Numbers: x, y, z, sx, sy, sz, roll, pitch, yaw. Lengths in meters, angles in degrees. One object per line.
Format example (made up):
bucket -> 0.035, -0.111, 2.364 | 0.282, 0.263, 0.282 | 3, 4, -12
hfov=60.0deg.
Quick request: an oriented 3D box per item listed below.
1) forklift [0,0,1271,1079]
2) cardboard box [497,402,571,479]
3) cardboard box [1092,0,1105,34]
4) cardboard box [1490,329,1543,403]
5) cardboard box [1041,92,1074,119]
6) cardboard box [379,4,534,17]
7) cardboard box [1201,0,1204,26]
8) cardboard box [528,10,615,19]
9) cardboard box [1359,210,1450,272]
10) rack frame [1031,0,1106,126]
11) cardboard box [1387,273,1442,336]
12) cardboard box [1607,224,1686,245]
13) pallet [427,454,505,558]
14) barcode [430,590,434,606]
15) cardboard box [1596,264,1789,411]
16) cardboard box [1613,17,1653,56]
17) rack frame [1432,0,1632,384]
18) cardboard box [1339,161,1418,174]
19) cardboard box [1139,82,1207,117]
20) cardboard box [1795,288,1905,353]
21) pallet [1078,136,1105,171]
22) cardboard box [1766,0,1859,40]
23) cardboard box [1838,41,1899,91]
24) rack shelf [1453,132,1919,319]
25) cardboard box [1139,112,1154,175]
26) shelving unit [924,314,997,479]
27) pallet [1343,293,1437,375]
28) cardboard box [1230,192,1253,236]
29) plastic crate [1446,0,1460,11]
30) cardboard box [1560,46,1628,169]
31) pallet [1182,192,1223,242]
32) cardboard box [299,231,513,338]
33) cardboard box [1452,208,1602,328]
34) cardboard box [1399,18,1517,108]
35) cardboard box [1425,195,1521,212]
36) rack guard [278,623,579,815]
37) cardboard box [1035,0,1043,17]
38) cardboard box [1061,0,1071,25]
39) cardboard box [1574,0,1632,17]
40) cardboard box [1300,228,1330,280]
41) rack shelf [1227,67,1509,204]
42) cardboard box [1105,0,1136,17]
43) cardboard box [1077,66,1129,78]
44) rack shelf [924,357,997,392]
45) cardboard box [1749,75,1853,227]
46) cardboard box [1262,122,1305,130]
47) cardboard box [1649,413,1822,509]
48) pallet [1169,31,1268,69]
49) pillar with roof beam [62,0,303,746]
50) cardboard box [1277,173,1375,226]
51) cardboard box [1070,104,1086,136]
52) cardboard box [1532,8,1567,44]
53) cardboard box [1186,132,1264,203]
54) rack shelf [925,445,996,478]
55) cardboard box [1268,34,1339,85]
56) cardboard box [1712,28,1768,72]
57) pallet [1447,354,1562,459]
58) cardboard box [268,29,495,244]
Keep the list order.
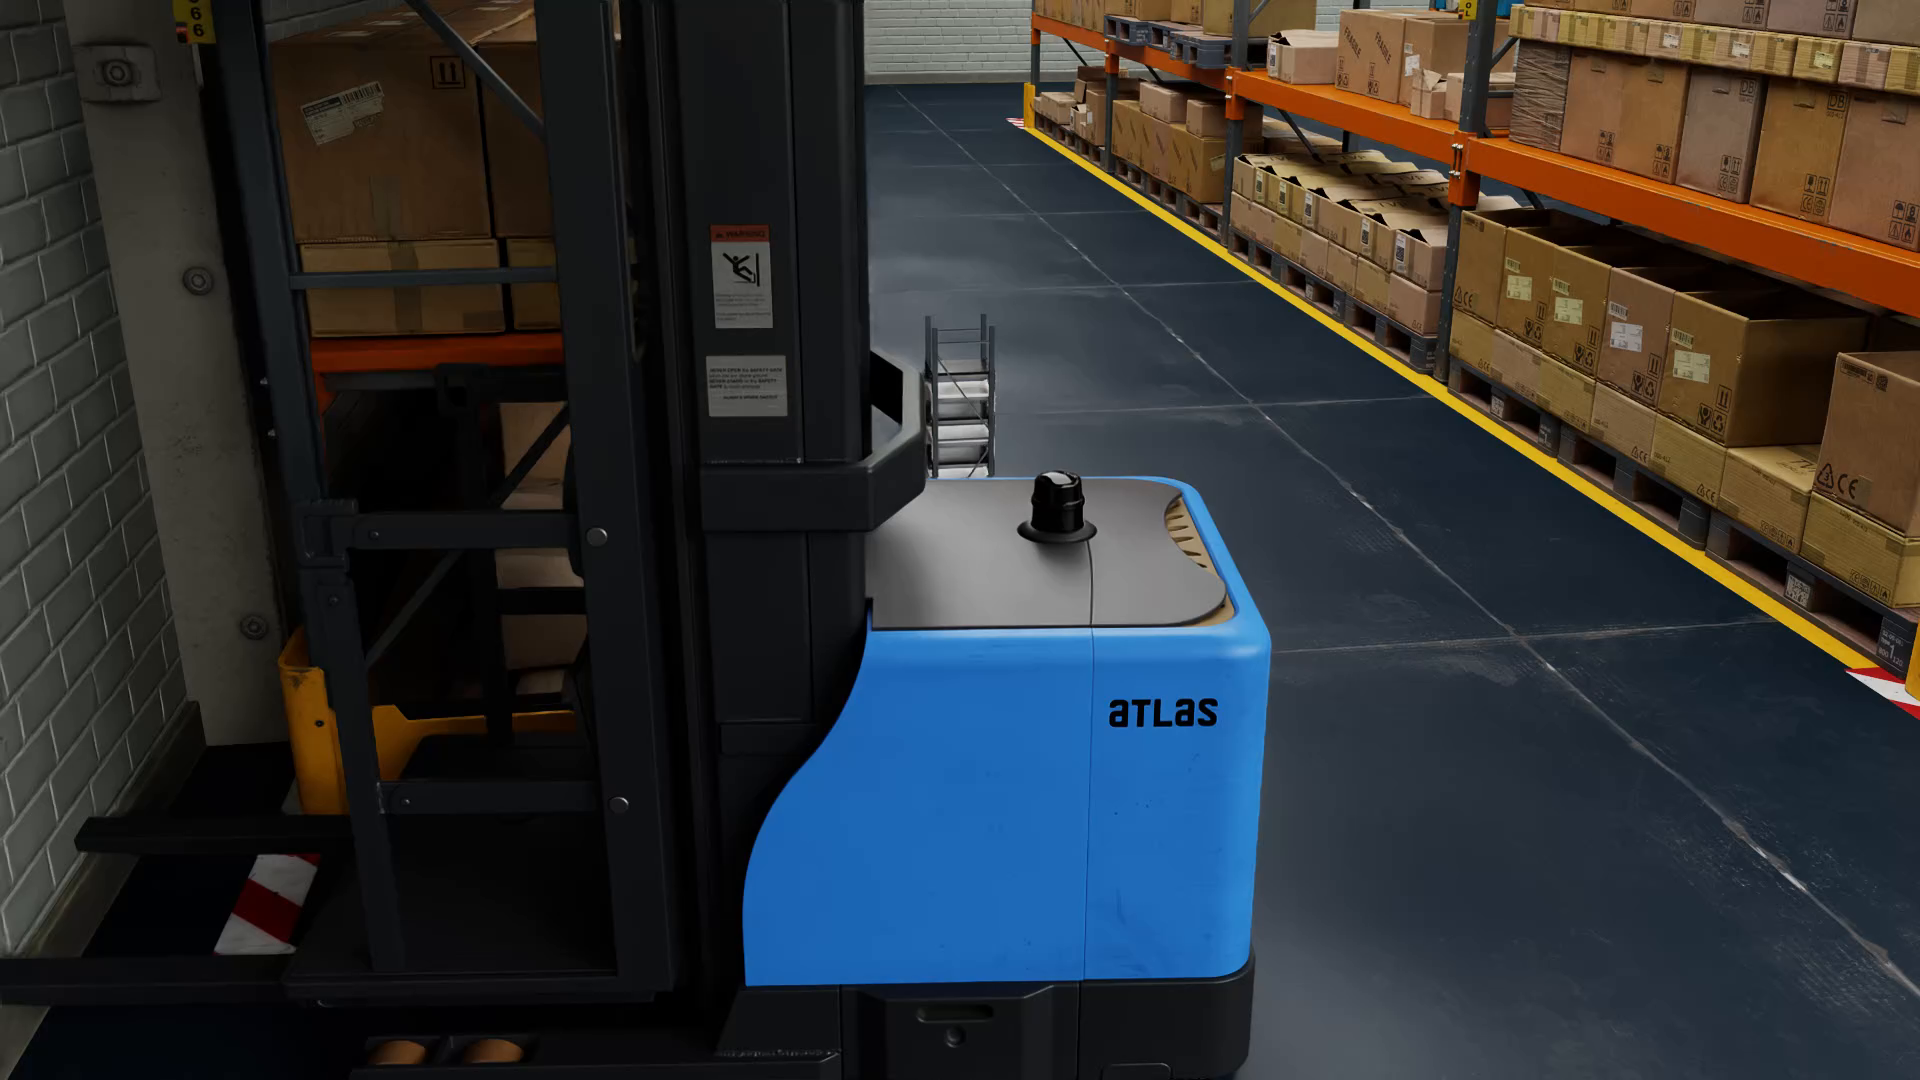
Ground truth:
forklift -> -0.905, -0.346, 3.453 | 3.031, 2.935, 1.130 | -1, 20, -2
cardboard box -> -1.390, -0.389, 6.415 | 0.700, 0.500, 0.500 | -4, 21, -11
cardboard box -> 1.604, -5.269, 16.394 | 0.500, 0.500, 0.500 | -3, 21, -7
cardboard box -> 2.917, -0.852, 8.039 | 0.500, 0.250, 0.500 | -3, 21, -8
cardboard box -> 1.224, -4.989, 19.089 | 0.500, 0.250, 0.500 | -3, 21, -8
cardboard box -> -1.734, -1.627, 5.899 | 0.500, 0.500, 0.500 | -3, 21, -7
cardboard box -> 2.362, -4.459, 13.626 | 0.700, 0.500, 0.500 | 1, 20, 2
cardboard box -> -1.142, -1.478, 5.500 | 0.500, 0.500, 0.500 | -4, 21, -10
cardboard box -> 2.660, -1.769, 9.694 | 0.500, 0.311, 0.500 | -2, 21, -6
rack frame -> 1.354, -6.447, 19.691 | 1.000, 3.000, 0.127 | -3, 21, -8
cardboard box -> 2.737, -1.330, 9.319 | 0.500, 0.250, 0.500 | -3, 21, -8
cardboard box -> 3.427, -1.229, 7.977 | 0.500, 0.500, 0.500 | -3, 21, -8
pallet -> -1.507, -0.081, 6.631 | 1.003, 0.211, 1.213 | -3, 21, -8
barcode -> -1.650, 0.163, 5.194 | 0.001, 0.075, 0.075 | -3, 21, -8
cardboard box -> 3.059, -0.857, 6.981 | 0.500, 0.500, 0.500 | -3, 21, -8
cardboard box -> 3.079, -2.187, 7.213 | 0.380, 0.149, 0.250 | -4, 21, -10
rack frame -> 3.084, -2.292, 8.567 | 1.000, 3.000, 0.127 | -3, 21, -8
cardboard box -> 2.908, -2.500, 11.651 | 0.500, 0.311, 0.500 | -3, 21, -9
cardboard box -> 1.903, -3.923, 14.803 | 0.500, 0.250, 0.500 | -3, 21, -8
cardboard box -> 3.644, -0.710, 6.587 | 0.500, 0.500, 0.500 | -3, 21, -8
pallet -> 1.832, -3.994, 17.107 | 1.003, 0.211, 1.213 | -3, 21, -8
cardboard box -> 3.443, -2.099, 6.052 | 0.700, 0.500, 0.500 | -3, 21, -8
cardboard box -> 3.306, -1.647, 5.769 | 0.380, 0.149, 0.250 | -3, 21, -7
rack shelf -> 3.372, -1.263, 6.838 | 1.077, 0.370, 4.000 | -3, 21, -8
cardboard box -> 1.912, -3.560, 14.904 | 0.500, 0.500, 0.500 | -3, 21, -7
shelving unit -> -0.001, -0.424, 6.566 | 0.258, 0.900, 0.210 | -3, 21, -8
pallet -> 2.939, -1.239, 9.732 | 1.003, 0.211, 1.213 | -3, 21, -8
cardboard box -> 2.292, -2.390, 12.157 | 0.500, 0.250, 0.500 | -3, 21, -8
plastic crate -> 5.930, -6.383, 19.810 | 0.250, 0.136, 0.298 | -3, 21, -8
cardboard box -> 3.236, -2.004, 7.650 | 0.700, 0.500, 0.500 | -3, 21, -8
pallet -> 2.437, -2.631, 13.460 | 1.003, 0.211, 1.213 | -3, 21, -8
cardboard box -> -1.500, -0.747, 4.616 | 0.500, 0.250, 0.500 | -3, 21, -7
cardboard box -> 2.841, -1.376, 8.371 | 0.500, 0.500, 0.500 | -3, 21, -8
cardboard box -> 2.913, -2.788, 9.752 | 0.500, 0.500, 0.500 | -1, 21, -4
cardboard box -> 3.128, -1.972, 10.237 | 0.500, 0.311, 0.500 | -4, 21, -10
rack guard -> -1.252, 0.488, 4.694 | 1.175, 0.500, 0.348 | -3, 21, -8
cardboard box -> 1.157, -6.327, 19.226 | 0.500, 0.500, 0.500 | -2, 21, -7
cardboard box -> 1.376, -5.802, 17.819 | 0.500, 0.500, 0.500 | -3, 21, -7
cardboard box -> 3.228, -2.619, 7.443 | 0.700, 0.500, 0.500 | -3, 21, -8
cardboard box -> 2.520, -1.858, 10.735 | 0.500, 0.250, 0.500 | -2, 21, -7
rack shelf -> 2.795, -2.648, 10.546 | 1.077, 0.370, 4.000 | -3, 21, -8
cardboard box -> 1.777, -5.130, 15.422 | 0.700, 0.500, 0.500 | -10, 23, -26
cardboard box -> 1.676, -5.306, 19.580 | 0.500, 0.500, 0.500 | -3, 21, -8
rack shelf -> -0.001, -0.646, 6.483 | 0.258, 0.077, 0.200 | -3, 21, -8
cardboard box -> 3.459, -1.470, 6.223 | 0.700, 0.500, 0.500 | -3, 21, -7
cardboard box -> 2.576, -3.239, 14.046 | 0.500, 0.500, 0.500 | -3, 21, -8
cardboard box -> 3.133, -0.332, 6.648 | 0.500, 0.250, 0.500 | -3, 21, -8
pallet -> 2.340, -3.818, 12.927 | 1.213, 0.211, 1.003 | -3, 21, -8
pillar with roof beam -> 2.062, -3.882, 4.250 | 9.100, 9.000, 0.400 | -3, 21, -8
cardboard box -> 2.447, -2.294, 11.100 | 0.500, 0.311, 0.500 | -3, 21, -9
cardboard box -> 1.459, -4.451, 17.561 | 0.500, 0.311, 0.500 | -3, 21, -8
cardboard box -> 2.967, -2.453, 7.928 | 0.380, 0.149, 0.250 | -3, 21, -7
cardboard box -> 2.140, -3.024, 13.470 | 0.500, 0.500, 0.500 | -2, 21, -6
rack shelf -> -0.001, -0.309, 6.609 | 0.258, 0.077, 0.200 | -3, 21, -8
cardboard box -> 2.444, -3.316, 11.435 | 0.500, 0.311, 0.500 | -3, 21, -8
cardboard box -> 3.191, -1.918, 6.494 | 0.380, 0.149, 0.250 | -3, 21, -8
pallet -> 3.157, -0.709, 8.312 | 1.003, 0.211, 1.213 | -3, 21, -8
cardboard box -> -1.519, -1.099, 4.486 | 0.500, 0.500, 0.500 | -3, 21, -8
